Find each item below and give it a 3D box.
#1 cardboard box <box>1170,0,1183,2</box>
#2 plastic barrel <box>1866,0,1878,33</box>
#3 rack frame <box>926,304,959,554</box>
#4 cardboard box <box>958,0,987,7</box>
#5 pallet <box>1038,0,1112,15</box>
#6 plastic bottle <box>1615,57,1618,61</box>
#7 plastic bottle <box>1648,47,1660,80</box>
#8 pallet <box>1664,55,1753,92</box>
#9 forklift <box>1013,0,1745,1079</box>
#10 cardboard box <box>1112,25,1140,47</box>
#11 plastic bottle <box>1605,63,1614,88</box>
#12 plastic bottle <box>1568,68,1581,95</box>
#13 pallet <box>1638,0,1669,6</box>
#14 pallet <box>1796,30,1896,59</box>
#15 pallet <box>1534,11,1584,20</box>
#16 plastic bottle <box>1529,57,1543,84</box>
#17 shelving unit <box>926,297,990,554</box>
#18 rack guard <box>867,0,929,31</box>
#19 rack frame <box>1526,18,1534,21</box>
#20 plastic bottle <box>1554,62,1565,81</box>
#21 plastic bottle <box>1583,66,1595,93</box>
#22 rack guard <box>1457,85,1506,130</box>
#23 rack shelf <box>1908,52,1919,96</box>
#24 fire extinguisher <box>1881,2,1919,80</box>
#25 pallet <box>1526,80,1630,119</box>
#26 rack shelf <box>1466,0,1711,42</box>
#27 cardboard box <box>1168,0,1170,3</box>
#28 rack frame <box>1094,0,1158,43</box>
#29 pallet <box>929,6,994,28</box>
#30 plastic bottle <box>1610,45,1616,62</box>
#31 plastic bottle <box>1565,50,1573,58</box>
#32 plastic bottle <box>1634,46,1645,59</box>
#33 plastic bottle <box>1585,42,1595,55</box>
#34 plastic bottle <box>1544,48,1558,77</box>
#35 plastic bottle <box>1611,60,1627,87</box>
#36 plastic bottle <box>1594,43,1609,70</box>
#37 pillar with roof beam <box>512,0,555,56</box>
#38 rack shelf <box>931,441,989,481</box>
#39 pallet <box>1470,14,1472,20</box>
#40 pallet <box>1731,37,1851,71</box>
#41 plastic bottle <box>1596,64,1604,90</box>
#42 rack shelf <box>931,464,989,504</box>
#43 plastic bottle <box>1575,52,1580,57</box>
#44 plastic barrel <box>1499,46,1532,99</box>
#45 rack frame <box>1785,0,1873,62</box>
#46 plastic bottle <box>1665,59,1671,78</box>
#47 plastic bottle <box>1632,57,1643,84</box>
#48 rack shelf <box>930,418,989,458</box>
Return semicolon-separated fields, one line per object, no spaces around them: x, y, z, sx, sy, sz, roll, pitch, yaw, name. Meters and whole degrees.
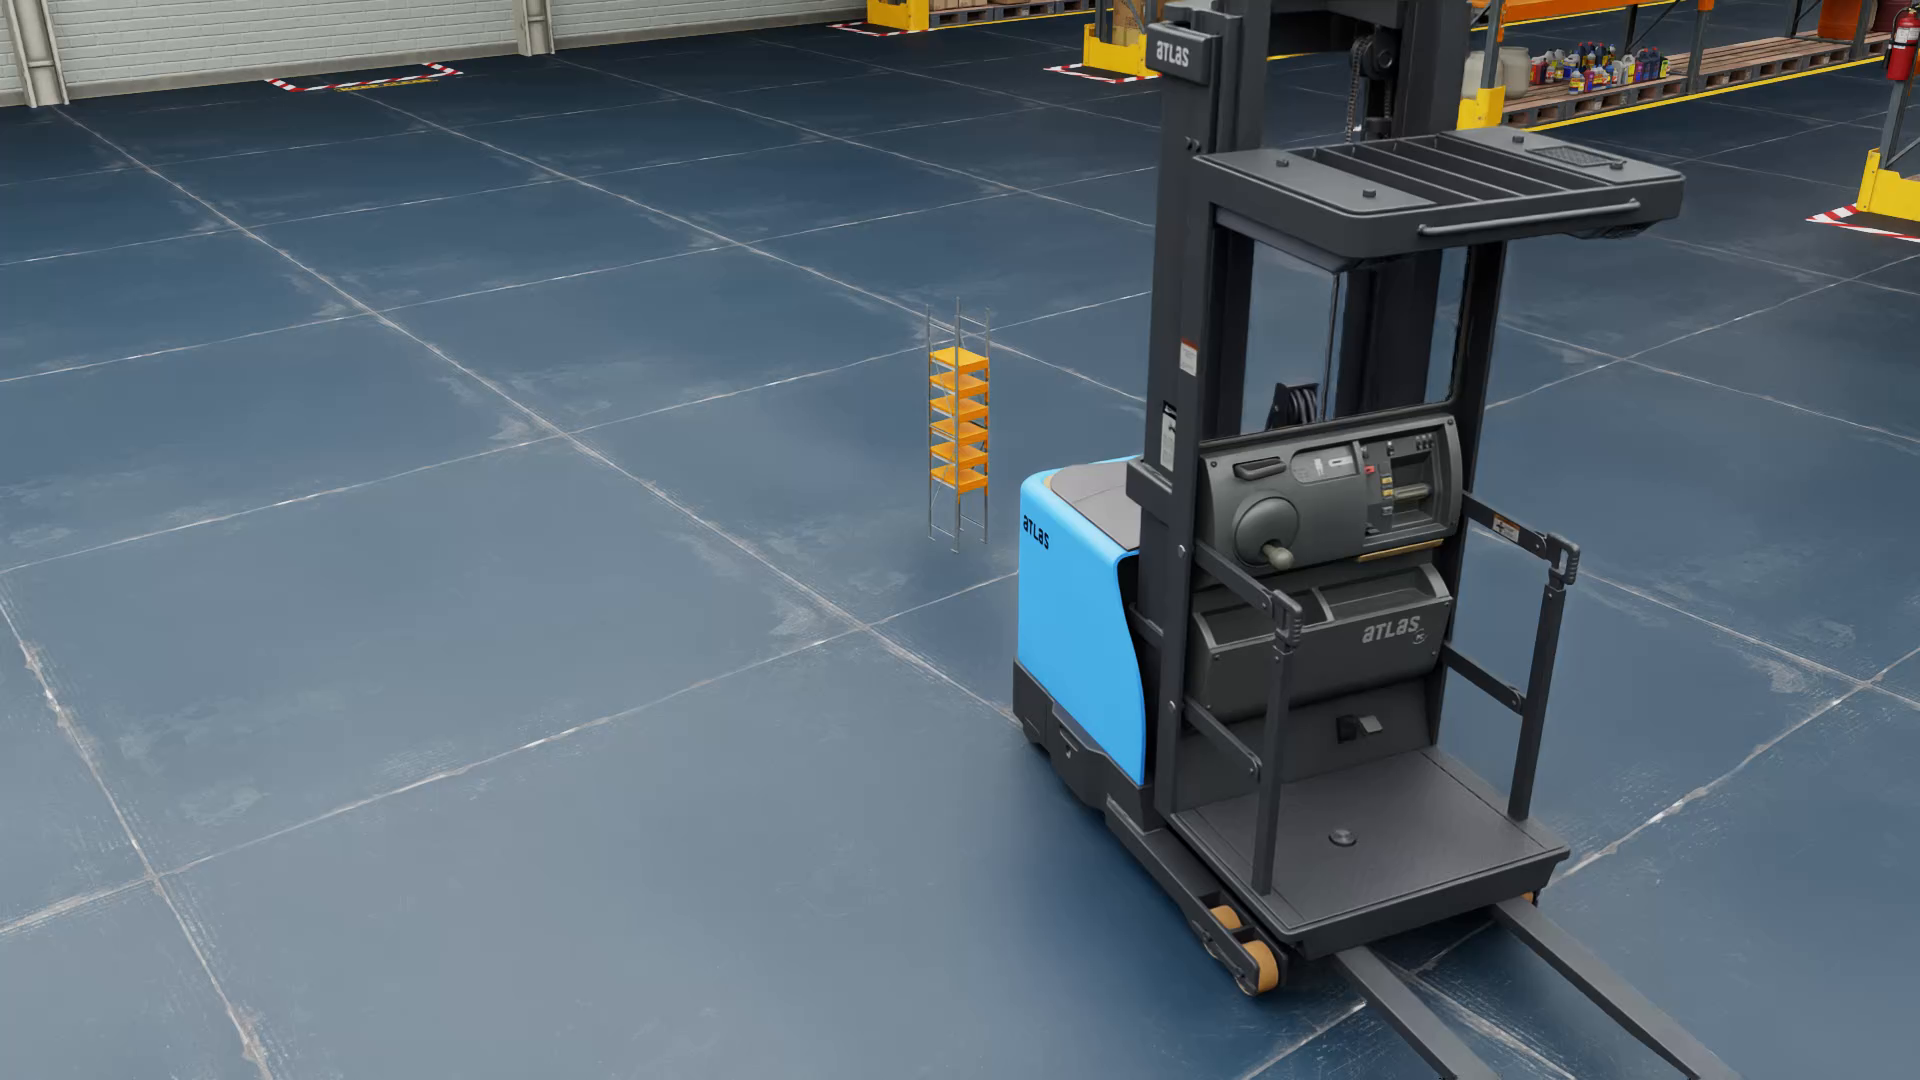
3.029;-6.825;21.270;0.500;0.500;0.500;-18;31;-34;cardboard box
12.190;-7.153;22.556;0.421;0.512;0.421;0;25;0;plastic barrel
-0.083;-0.517;7.938;0.006;1.200;0.240;-18;31;-34;rack frame
0.067;-8.264;25.164;0.500;0.311;0.500;-15;29;-30;cardboard box
1.659;-8.574;26.474;1.213;0.211;1.003;-18;31;-34;pallet
7.461;-5.341;18.900;0.133;0.283;0.061;-18;31;-34;plastic bottle
7.950;-5.478;19.115;0.185;0.351;0.144;-19;31;-35;plastic bottle
8.873;-5.695;20.270;1.213;0.211;1.003;-18;31;-34;pallet
1.265;-0.116;5.019;1.130;2.935;3.031;-10;27;-21;forklift
2.317;-6.526;21.517;0.500;0.250;0.500;-18;31;-34;cardboard box
7.258;-5.201;18.613;0.097;0.271;0.097;0;25;0;plastic bottle
6.750;-5.034;18.251;0.097;0.271;0.097;0;25;0;plastic bottle
10.904;-8.974;27.336;1.213;0.211;1.003;-18;31;-34;pallet
12.021;-6.736;22.513;1.213;0.211;1.003;-18;31;-34;pallet
8.984;-8.341;25.971;1.213;0.211;1.003;-18;31;-34;pallet
6.521;-5.347;18.920;0.135;0.276;0.152;-18;30;-34;plastic bottle
-0.011;-0.540;7.989;0.189;1.200;0.258;-18;31;-34;shelving unit
-0.922;-7.872;24.618;0.348;0.500;1.175;-18;31;-34;rack guard
8.373;-9.424;24.993;0.127;3.000;1.000;-18;31;-34;rack frame
6.867;-5.365;19.048;0.097;0.201;0.097;0;25;0;plastic bottle
6.940;-5.092;18.363;0.133;0.283;0.061;-18;30;-33;plastic bottle
5.162;-4.605;17.580;0.348;0.500;1.175;-18;31;-34;rack guard
9.761;-4.256;14.713;4.000;0.370;1.077;-18;31;-34;rack shelf
7.813;-4.151;13.723;0.183;0.674;0.296;-18;31;-34;fire extinguisher
6.764;-4.999;18.770;1.213;0.211;1.003;-18;31;-34;pallet
6.705;-5.897;18.248;4.000;0.370;1.077;-18;31;-34;rack shelf
3.094;-7.132;21.930;0.500;0.500;0.500;-18;31;-34;cardboard box
2.078;-7.346;20.515;0.127;3.000;1.000;-18;31;-34;rack frame
-0.261;-7.940;25.108;1.213;0.211;1.003;-18;31;-34;pallet
7.758;-5.768;19.832;0.097;0.271;0.097;0;25;0;plastic bottle
7.084;-5.560;19.371;0.133;0.283;0.061;-17;30;-32;plastic bottle
7.861;-5.526;19.218;0.185;0.351;0.144;-18;31;-34;plastic bottle
7.388;-5.669;19.526;0.185;0.351;0.144;-17;30;-33;plastic bottle
6.758;-5.461;19.078;0.185;0.351;0.144;-17;30;-32;plastic bottle
7.415;-5.270;18.754;0.135;0.276;0.152;-18;30;-33;plastic bottle
7.477;-5.621;19.423;0.185;0.351;0.144;-18;31;-34;plastic bottle
-3.030;-9.191;17.364;0.400;9.000;9.100;-18;31;-34;pillar with roof beam
-0.011;-0.391;8.059;0.180;0.103;0.258;-18;31;-34;rack shelf
6.742;-7.643;24.468;1.213;0.211;1.003;-18;31;-34;pallet
10.793;-6.329;21.636;1.213;0.211;1.003;-18;31;-34;pallet
7.099;-5.149;18.499;0.097;0.271;0.097;0;25;0;plastic bottle
-0.011;-0.282;8.109;0.180;0.103;0.258;-18;31;-34;rack shelf
7.147;-5.533;19.328;0.097;0.271;0.097;0;25;0;plastic bottle
5.997;-5.092;18.116;0.421;0.512;0.421;0;25;0;plastic barrel
11.427;-7.782;21.455;0.127;3.000;1.000;-18;31;-34;rack frame
8.186;-5.476;19.287;0.097;0.201;0.097;0;25;0;plastic bottle
7.697;-5.342;18.901;0.133;0.283;0.061;-16;29;-31;plastic bottle
-0.011;-0.500;8.008;0.180;0.103;0.258;-18;31;-34;rack shelf
